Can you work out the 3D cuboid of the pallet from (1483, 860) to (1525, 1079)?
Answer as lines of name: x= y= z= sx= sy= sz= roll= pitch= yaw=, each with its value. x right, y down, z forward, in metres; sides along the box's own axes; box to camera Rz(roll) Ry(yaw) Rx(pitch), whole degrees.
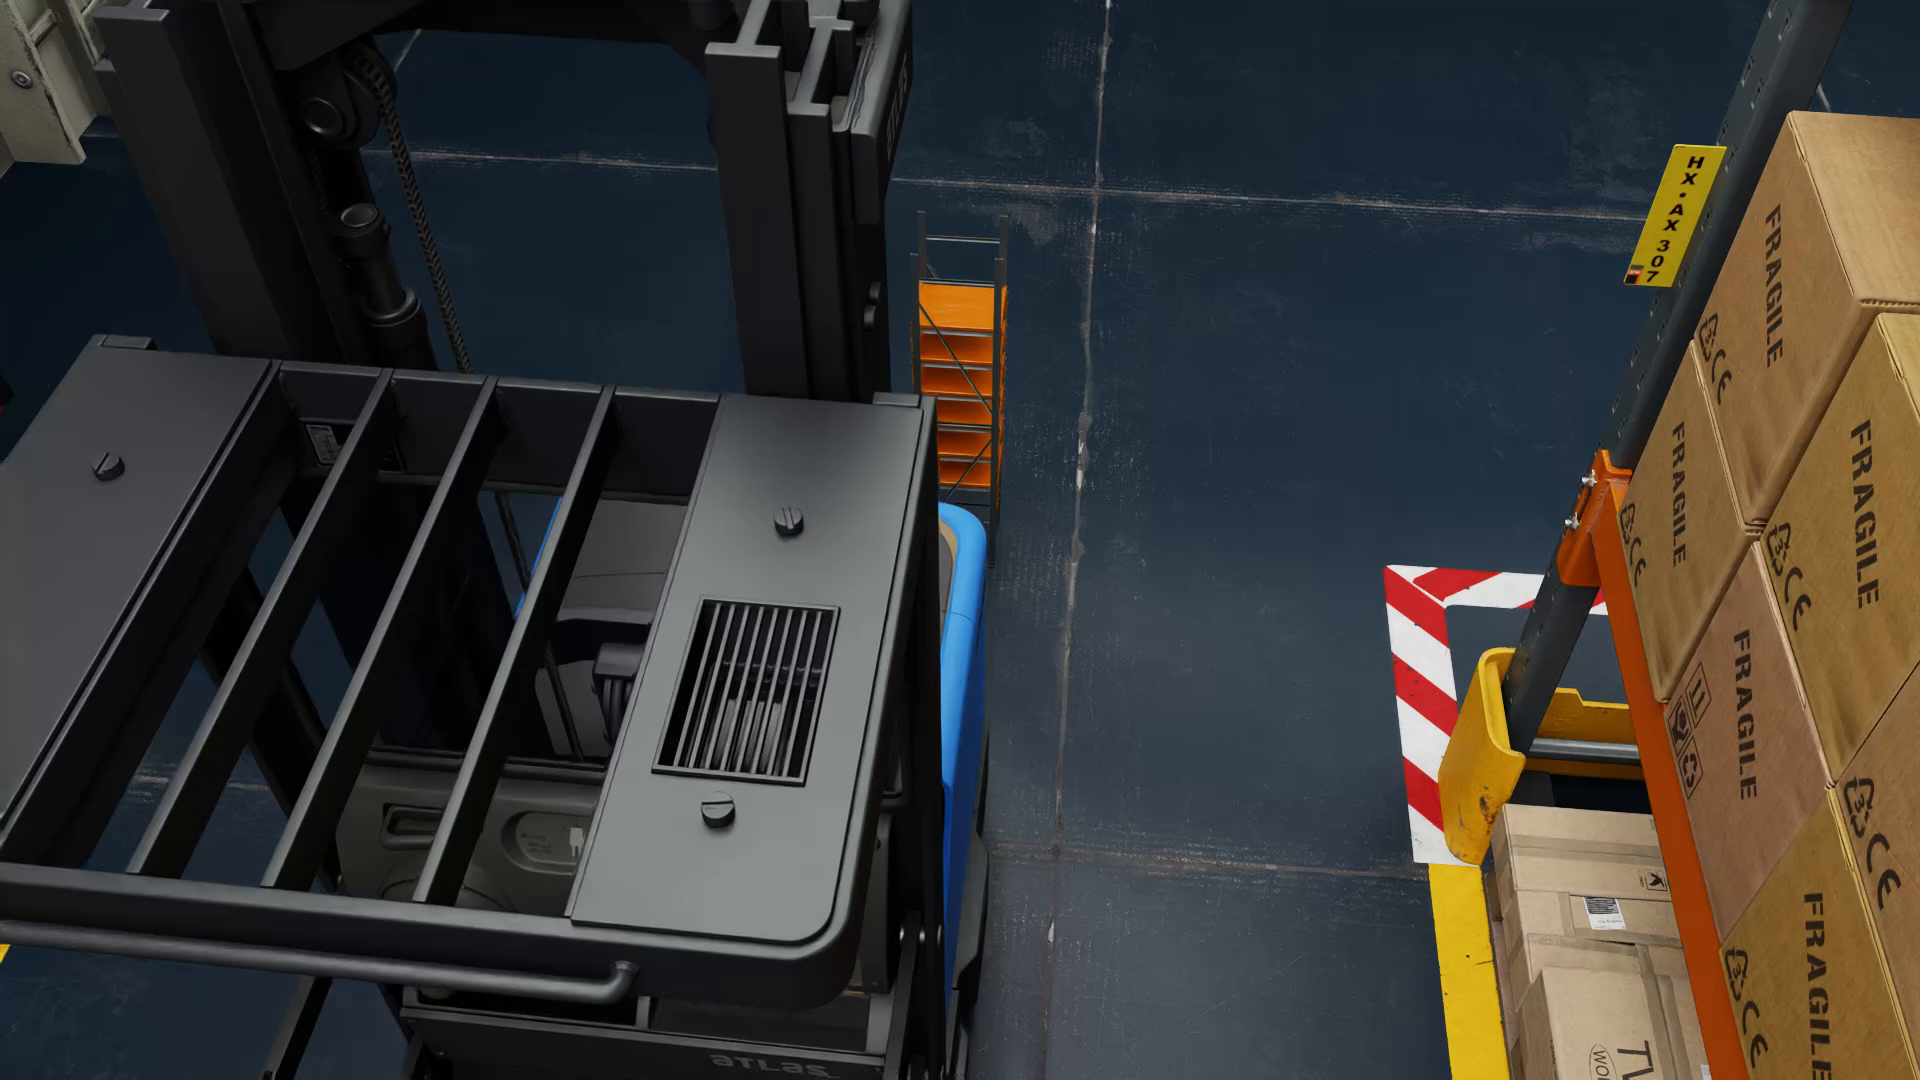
pallet: x=1.836 y=1.293 z=3.924 sx=1.003 sy=0.211 sz=1.213 roll=4 pitch=48 yaw=4

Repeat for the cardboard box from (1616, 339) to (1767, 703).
cardboard box: x=1.611 y=-0.015 z=3.163 sx=0.500 sy=0.500 sz=0.500 roll=5 pitch=48 yaw=4

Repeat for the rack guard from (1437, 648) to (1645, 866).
rack guard: x=1.907 y=0.610 z=4.354 sx=1.175 sy=0.500 sz=0.348 roll=4 pitch=48 yaw=4

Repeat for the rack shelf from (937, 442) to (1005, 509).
rack shelf: x=-0.001 y=-0.202 z=5.007 sx=0.258 sy=0.103 sz=0.180 roll=4 pitch=48 yaw=4

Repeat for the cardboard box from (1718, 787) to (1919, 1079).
cardboard box: x=1.521 y=0.733 z=2.479 sx=0.500 sy=0.500 sz=0.500 roll=4 pitch=48 yaw=3

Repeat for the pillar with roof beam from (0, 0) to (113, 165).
pillar with roof beam: x=0.653 y=-4.398 z=3.174 sx=9.100 sy=9.000 sz=0.400 roll=4 pitch=48 yaw=4

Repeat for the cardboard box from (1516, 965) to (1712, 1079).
cardboard box: x=1.537 y=1.238 z=3.651 sx=0.500 sy=0.250 sz=0.500 roll=4 pitch=48 yaw=4

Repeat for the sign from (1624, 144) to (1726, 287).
sign: x=1.374 y=-0.618 z=3.196 sx=0.100 sy=0.325 sz=0.005 roll=4 pitch=48 yaw=4

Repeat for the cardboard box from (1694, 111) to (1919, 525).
cardboard box: x=1.611 y=-0.353 z=2.794 sx=0.500 sy=0.500 sz=0.500 roll=5 pitch=48 yaw=5

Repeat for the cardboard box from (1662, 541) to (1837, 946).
cardboard box: x=1.570 y=0.364 z=2.816 sx=0.500 sy=0.500 sz=0.500 roll=3 pitch=48 yaw=3

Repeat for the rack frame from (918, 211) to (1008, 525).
rack frame: x=0.007 y=-0.462 z=4.859 sx=0.240 sy=1.200 sz=0.006 roll=4 pitch=48 yaw=4

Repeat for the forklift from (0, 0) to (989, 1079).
forklift: x=-0.599 y=0.698 z=2.626 sx=1.130 sy=2.935 sz=3.031 roll=5 pitch=48 yaw=4

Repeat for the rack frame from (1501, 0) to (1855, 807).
rack frame: x=1.914 y=-0.290 z=3.482 sx=1.000 sy=3.000 sz=0.127 roll=4 pitch=48 yaw=4

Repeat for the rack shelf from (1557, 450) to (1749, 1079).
rack shelf: x=1.732 y=1.423 z=2.404 sx=1.077 sy=0.370 sz=4.000 roll=4 pitch=48 yaw=4

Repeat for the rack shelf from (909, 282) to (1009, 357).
rack shelf: x=-0.001 y=-0.607 z=4.565 sx=0.258 sy=0.103 sz=0.180 roll=4 pitch=48 yaw=4

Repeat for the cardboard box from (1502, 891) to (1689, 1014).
cardboard box: x=1.511 y=0.986 z=3.937 sx=0.380 sy=0.166 sz=0.250 roll=4 pitch=48 yaw=4

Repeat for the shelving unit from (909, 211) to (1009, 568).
shelving unit: x=-0.001 y=-0.394 z=4.798 sx=0.258 sy=1.200 sz=0.189 roll=4 pitch=48 yaw=4

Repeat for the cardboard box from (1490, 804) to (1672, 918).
cardboard box: x=1.534 y=0.808 z=4.112 sx=0.380 sy=0.149 sz=0.250 roll=4 pitch=48 yaw=4

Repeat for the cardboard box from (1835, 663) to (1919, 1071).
cardboard box: x=1.521 y=0.399 z=2.107 sx=0.500 sy=0.500 sz=0.500 roll=4 pitch=48 yaw=4

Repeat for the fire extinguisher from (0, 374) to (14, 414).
fire extinguisher: x=-2.546 y=-0.548 z=4.024 sx=0.296 sy=0.674 sz=0.183 roll=4 pitch=48 yaw=4

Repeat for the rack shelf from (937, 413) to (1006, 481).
rack shelf: x=-0.001 y=-0.283 z=4.919 sx=0.258 sy=0.103 sz=0.180 roll=4 pitch=48 yaw=4

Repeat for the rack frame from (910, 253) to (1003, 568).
rack frame: x=-0.010 y=-0.327 z=4.736 sx=0.240 sy=1.200 sz=0.006 roll=4 pitch=48 yaw=4

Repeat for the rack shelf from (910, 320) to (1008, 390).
rack shelf: x=-0.001 y=-0.526 z=4.653 sx=0.258 sy=0.103 sz=0.180 roll=4 pitch=48 yaw=4

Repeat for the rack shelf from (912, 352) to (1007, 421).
rack shelf: x=-0.001 y=-0.445 z=4.742 sx=0.258 sy=0.103 sz=0.180 roll=4 pitch=48 yaw=4

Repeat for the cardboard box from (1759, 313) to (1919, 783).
cardboard box: x=1.571 y=0.032 z=2.443 sx=0.500 sy=0.500 sz=0.500 roll=4 pitch=48 yaw=4

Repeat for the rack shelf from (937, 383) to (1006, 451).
rack shelf: x=-0.001 y=-0.364 z=4.830 sx=0.258 sy=0.103 sz=0.180 roll=4 pitch=48 yaw=4
